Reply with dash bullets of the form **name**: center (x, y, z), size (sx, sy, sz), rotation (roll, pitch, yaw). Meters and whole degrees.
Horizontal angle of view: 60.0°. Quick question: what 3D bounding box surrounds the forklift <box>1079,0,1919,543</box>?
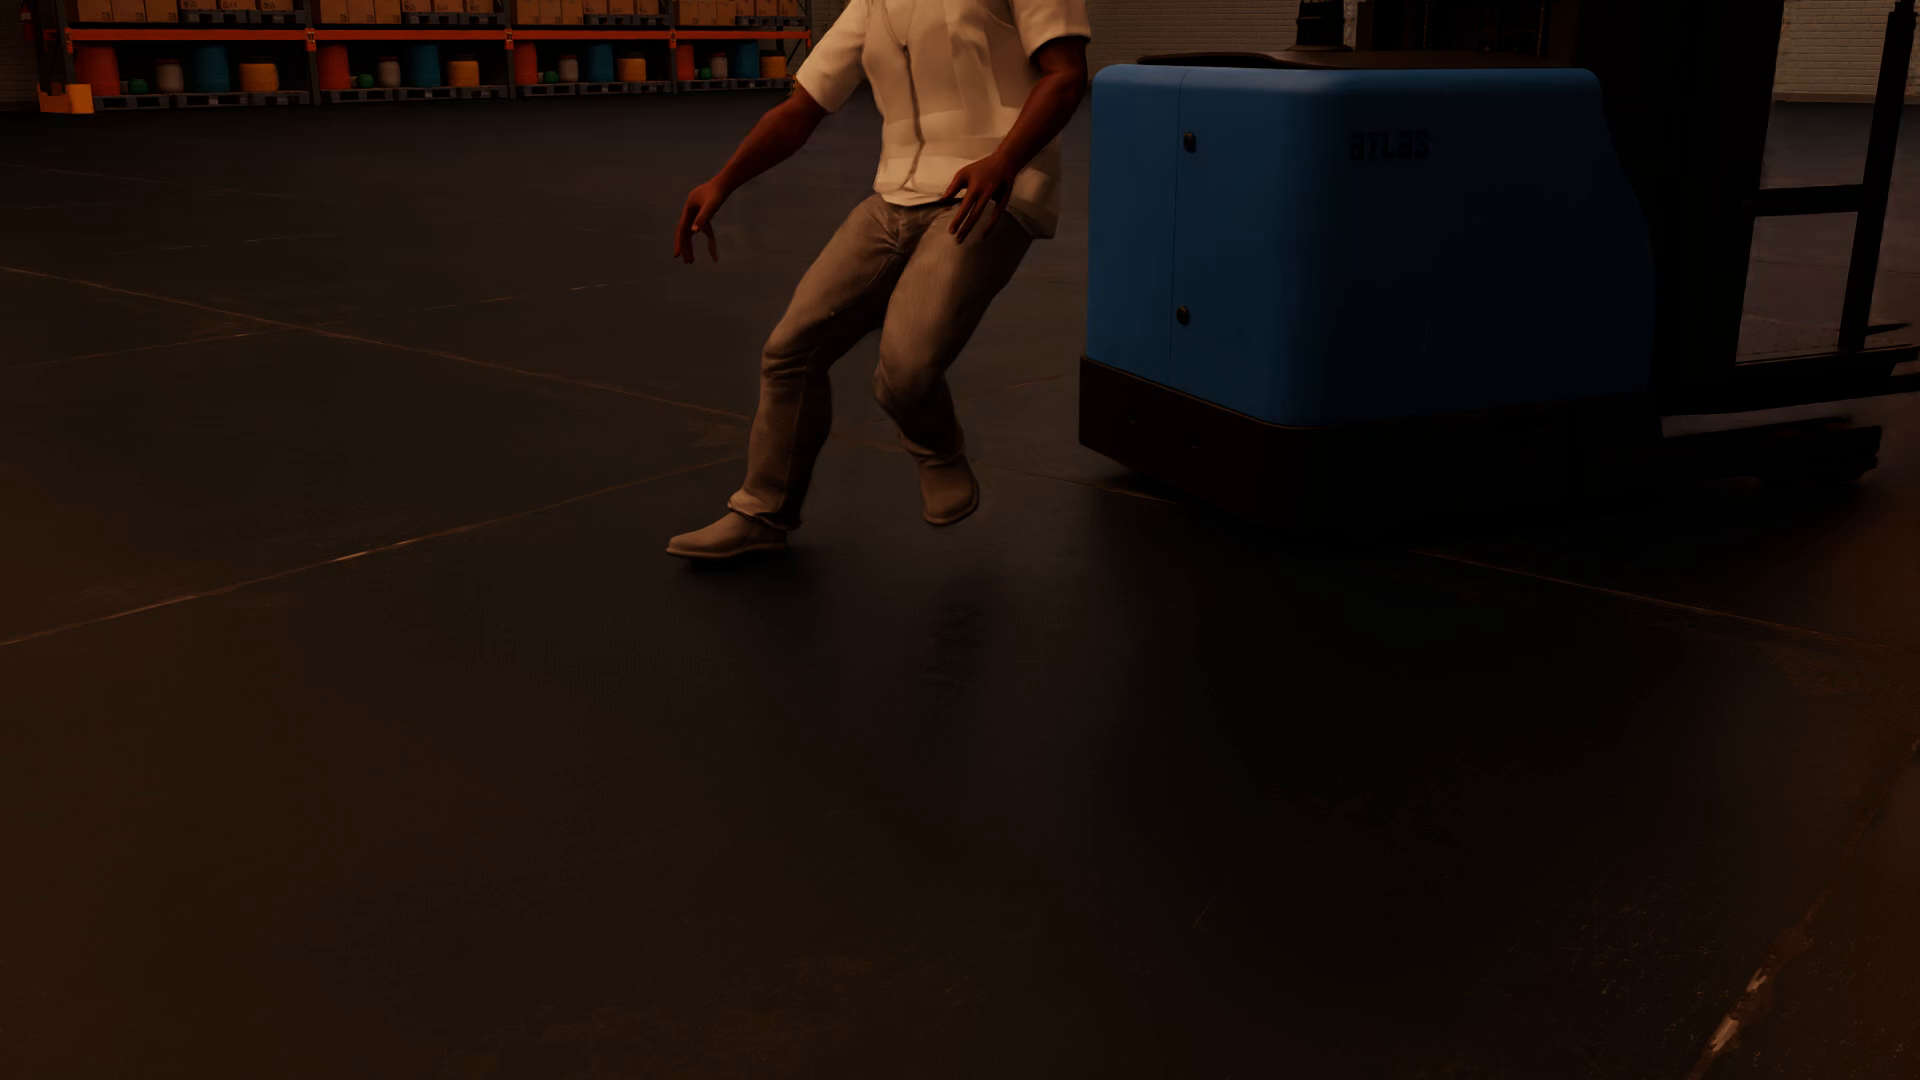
- **forklift**: center (1.890, -1.659, 4.362), size (3.031, 2.935, 1.130), rotation (-7, 18, -23)

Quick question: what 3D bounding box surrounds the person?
- **person**: center (-0.175, -0.703, 3.456), size (0.676, 1.640, 0.789), rotation (-15, 23, -41)
